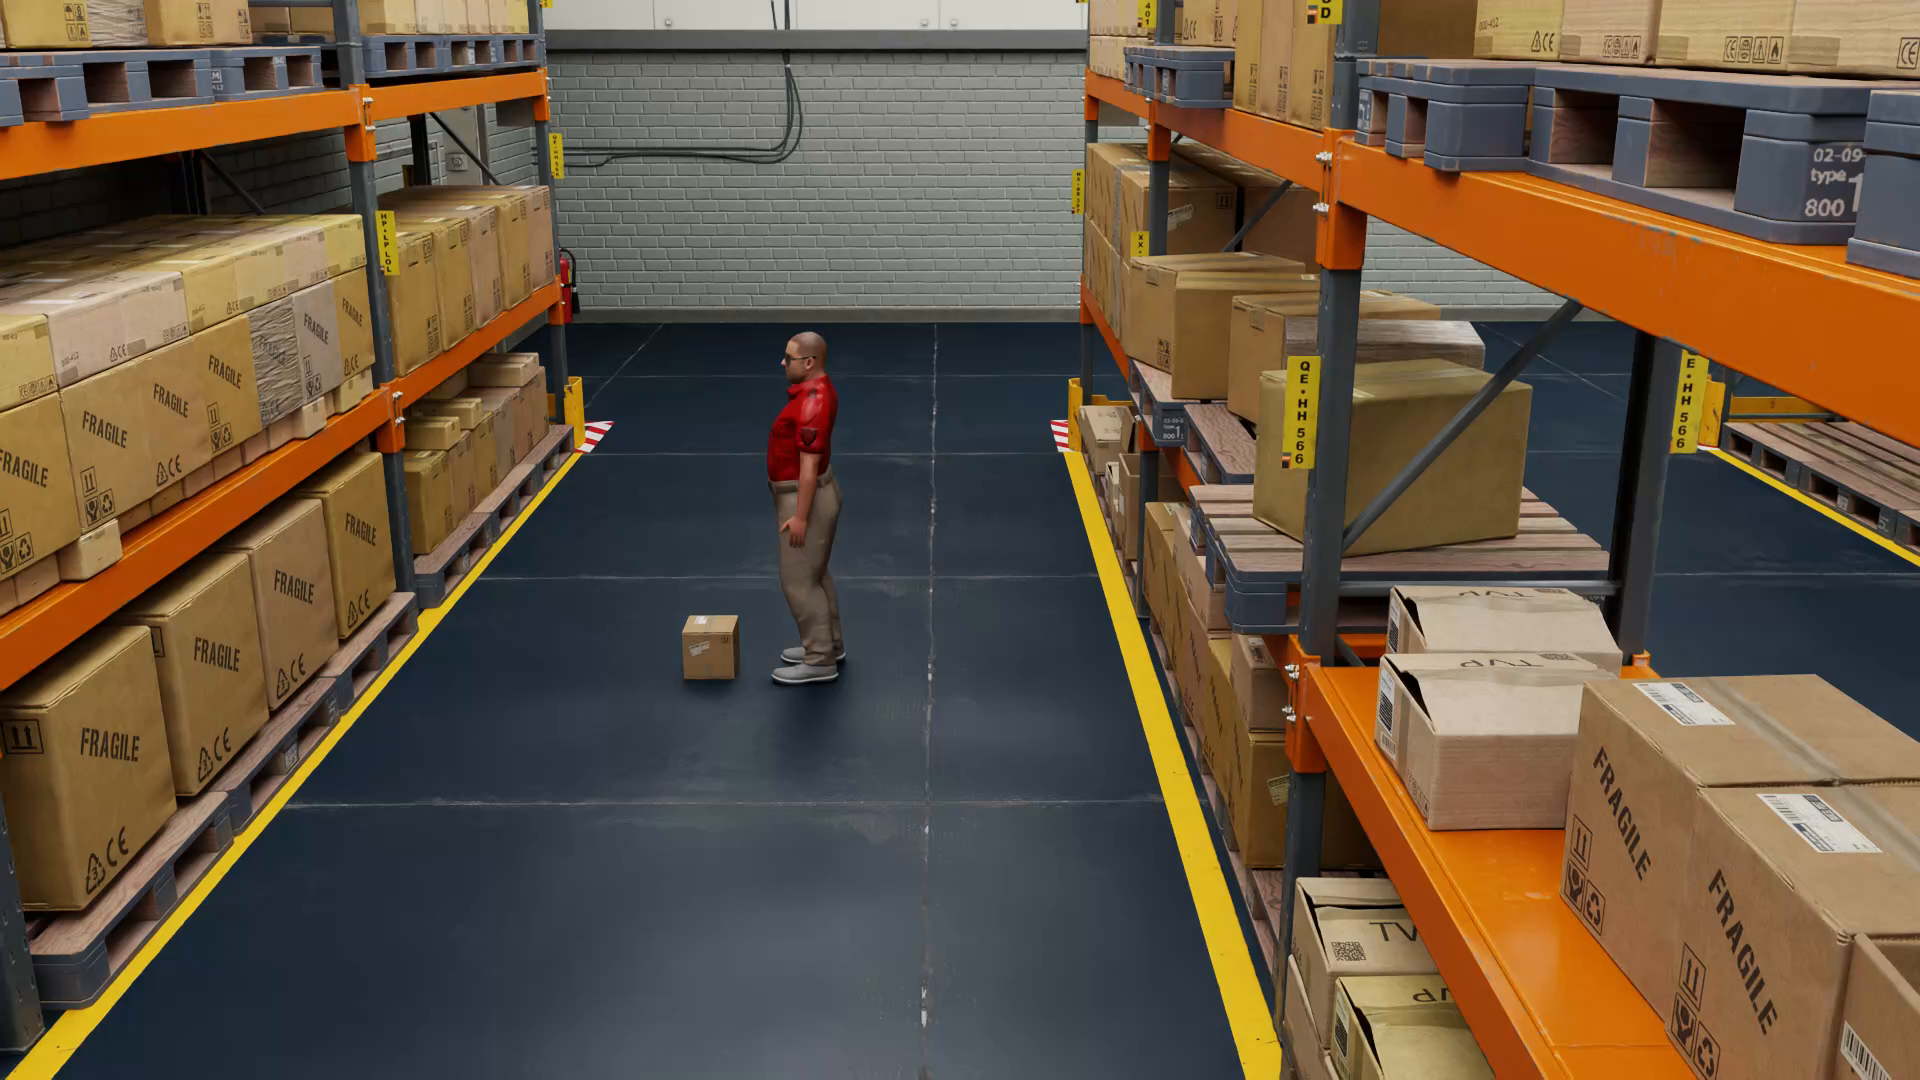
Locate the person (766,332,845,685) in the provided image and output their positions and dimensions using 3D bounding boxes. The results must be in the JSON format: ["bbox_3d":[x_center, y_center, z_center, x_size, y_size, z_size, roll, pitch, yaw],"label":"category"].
[{"bbox_3d":[-0.766,-0.160,8.110,0.355,1.724,0.527,0,17,1],"label":"person"}]
